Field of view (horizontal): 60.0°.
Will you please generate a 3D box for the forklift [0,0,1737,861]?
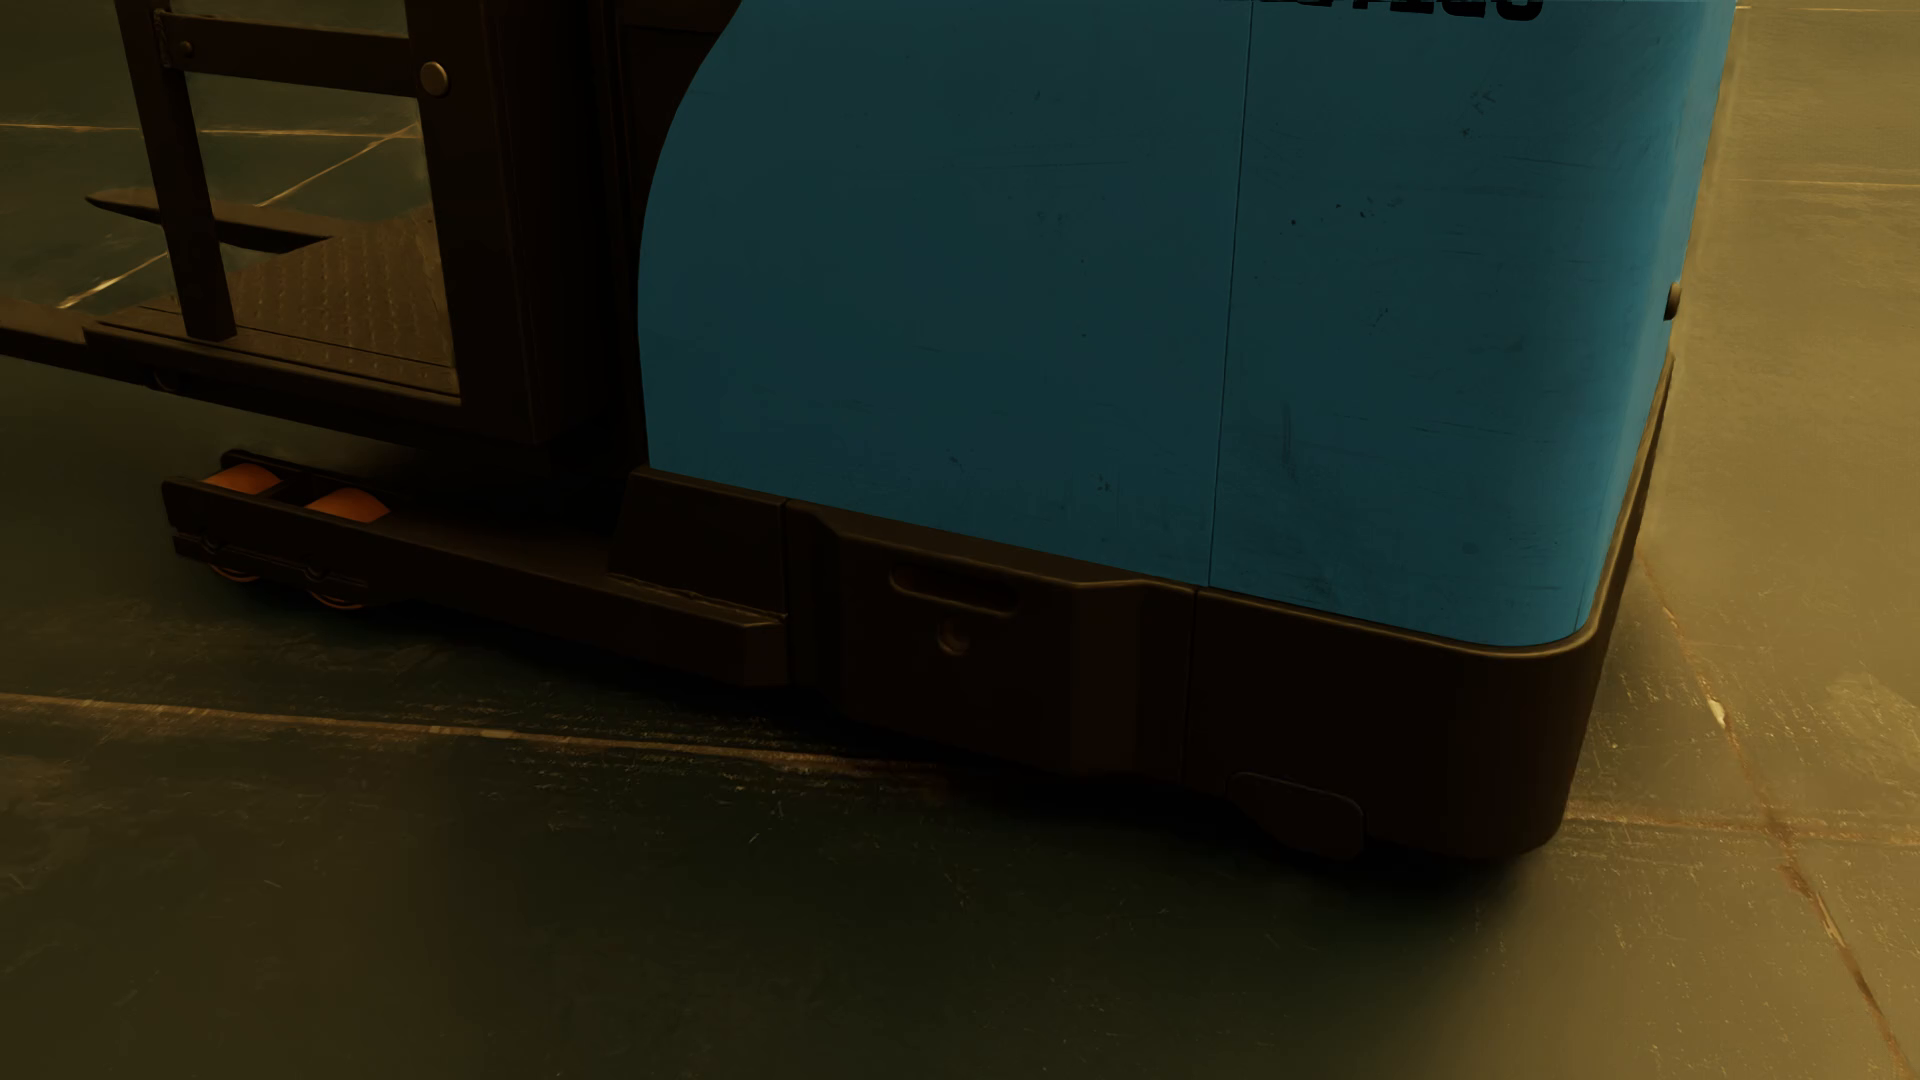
[{"bbox_3d":[-0.554,-1.411,2.045,3.031,2.935,1.130,12,29,23],"label":"forklift"}]
